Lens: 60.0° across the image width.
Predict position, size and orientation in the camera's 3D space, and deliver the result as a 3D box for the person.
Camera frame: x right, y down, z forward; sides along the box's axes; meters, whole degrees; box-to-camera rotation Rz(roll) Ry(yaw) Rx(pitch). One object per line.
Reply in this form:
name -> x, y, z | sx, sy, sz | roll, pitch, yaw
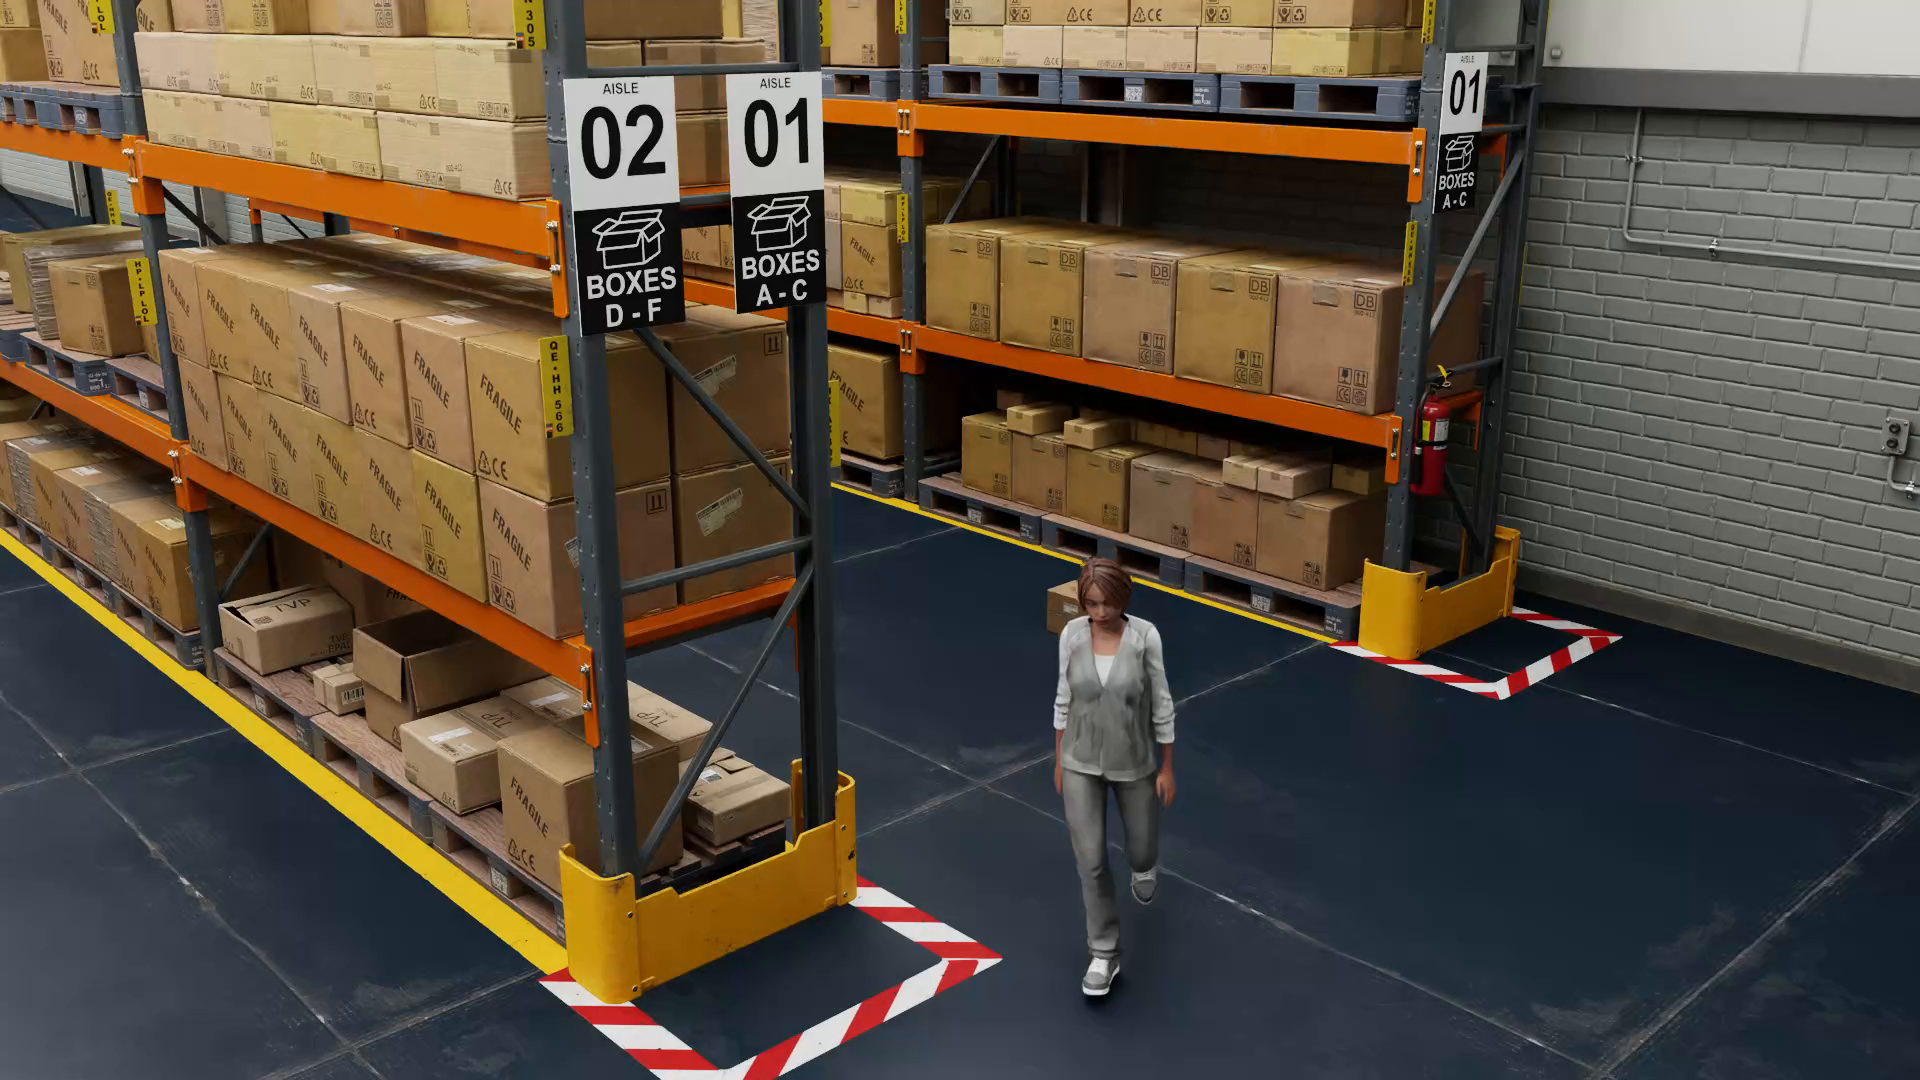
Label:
person -> 0.565, 0.794, 6.032 | 0.453, 1.559, 0.746 | 3, 18, 10
